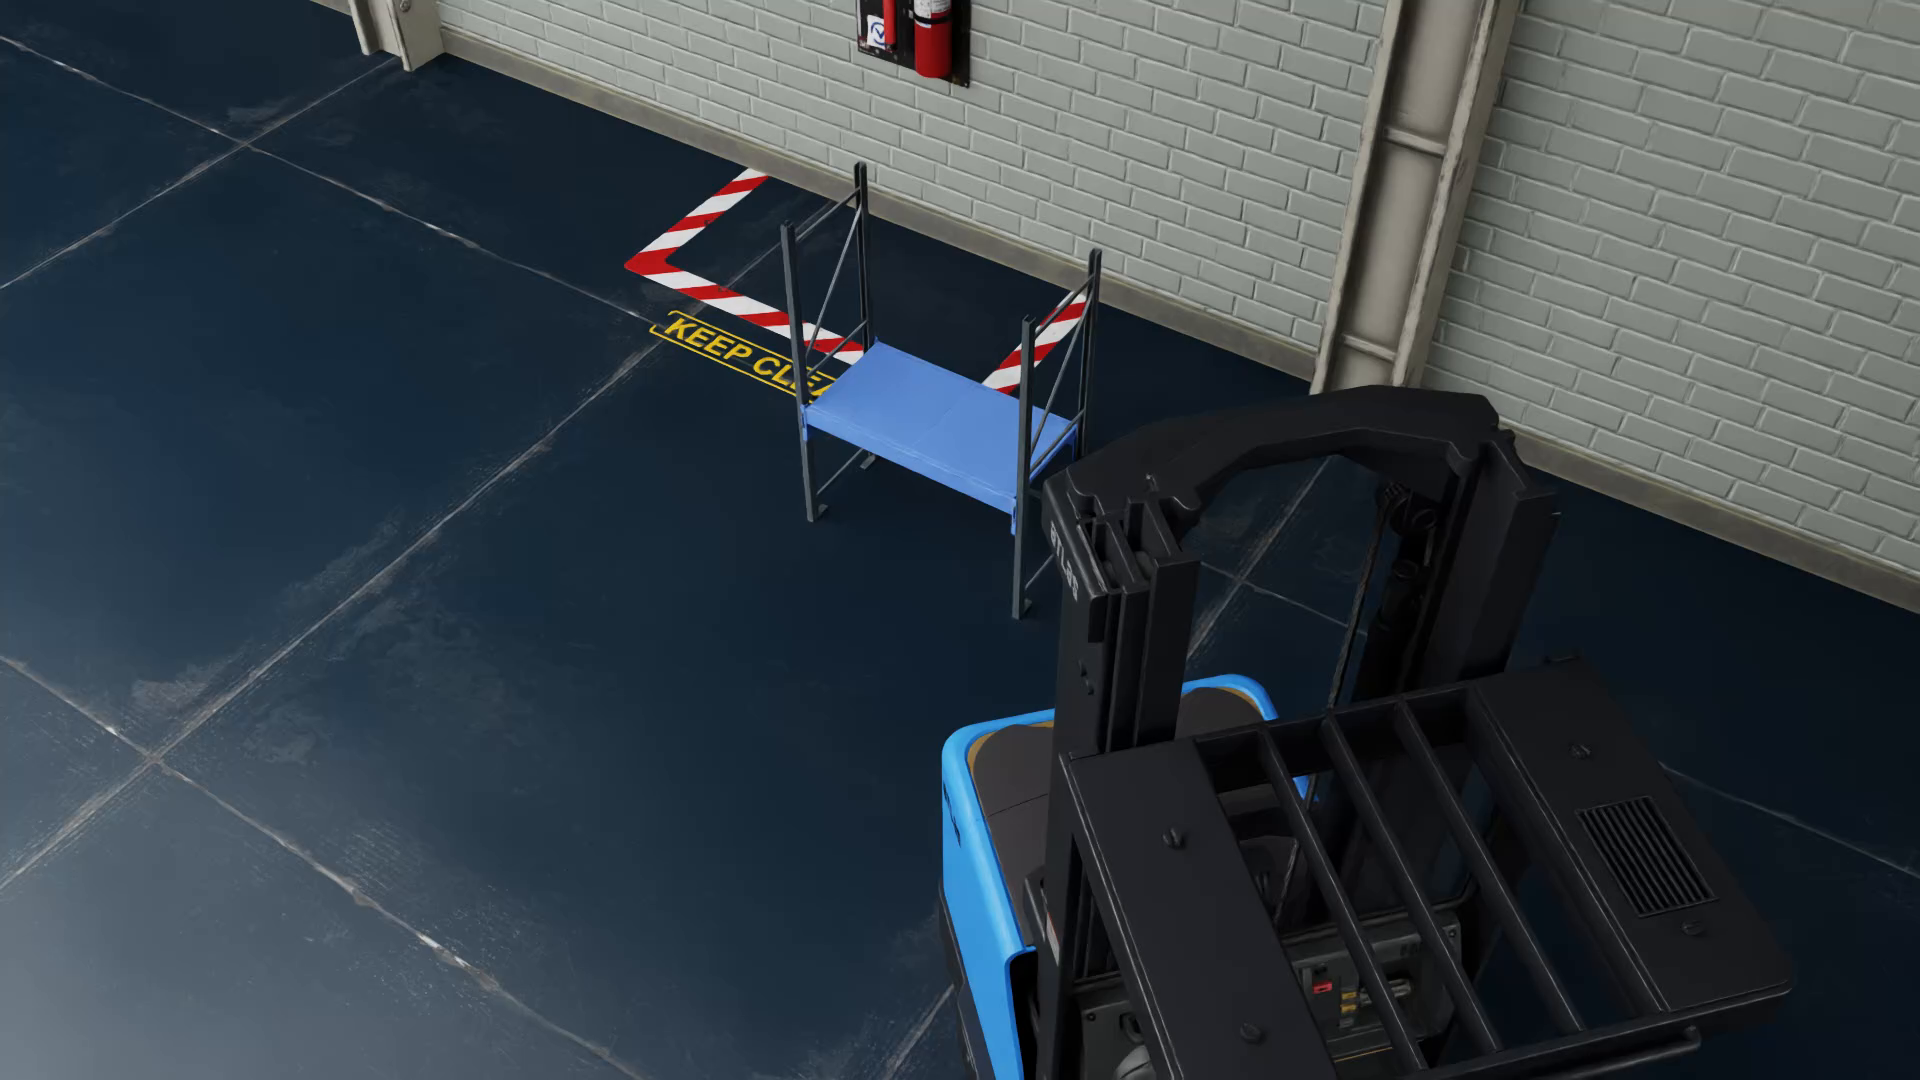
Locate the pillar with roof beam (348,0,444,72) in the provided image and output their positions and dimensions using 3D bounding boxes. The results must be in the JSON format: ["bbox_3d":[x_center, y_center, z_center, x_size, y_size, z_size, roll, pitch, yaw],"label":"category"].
[{"bbox_3d":[-5.580,-3.409,4.010,0.400,9.000,9.100,25,51,22],"label":"pillar with roof beam"}]

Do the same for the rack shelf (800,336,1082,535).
[{"bbox_3d":[-0.072,-0.430,6.595,1.000,0.185,0.538,25,51,22],"label":"rack shelf"}]

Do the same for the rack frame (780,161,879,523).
[{"bbox_3d":[-0.500,-0.753,6.657,0.032,1.500,0.500,25,51,22],"label":"rack frame"}]

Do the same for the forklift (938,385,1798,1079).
[{"bbox_3d":[0.782,1.233,3.730,1.130,2.935,3.031,-10,47,-10],"label":"forklift"}]

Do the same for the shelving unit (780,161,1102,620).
[{"bbox_3d":[-0.072,-0.556,6.466,1.048,1.500,0.538,25,51,22],"label":"shelving unit"}]

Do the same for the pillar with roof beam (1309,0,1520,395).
[{"bbox_3d":[-0.529,-1.086,1.753,0.400,9.000,9.100,25,51,22],"label":"pillar with roof beam"}]

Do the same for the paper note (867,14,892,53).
[{"bbox_3d":[-0.376,-2.377,7.805,0.142,0.148,0.016,25,51,22],"label":"paper note"}]

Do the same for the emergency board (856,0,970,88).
[{"bbox_3d":[-0.265,-2.574,7.382,0.643,1.169,0.194,25,51,22],"label":"emergency board"}]

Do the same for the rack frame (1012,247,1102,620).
[{"bbox_3d":[0.356,-0.359,6.275,0.032,1.500,0.500,25,51,22],"label":"rack frame"}]
